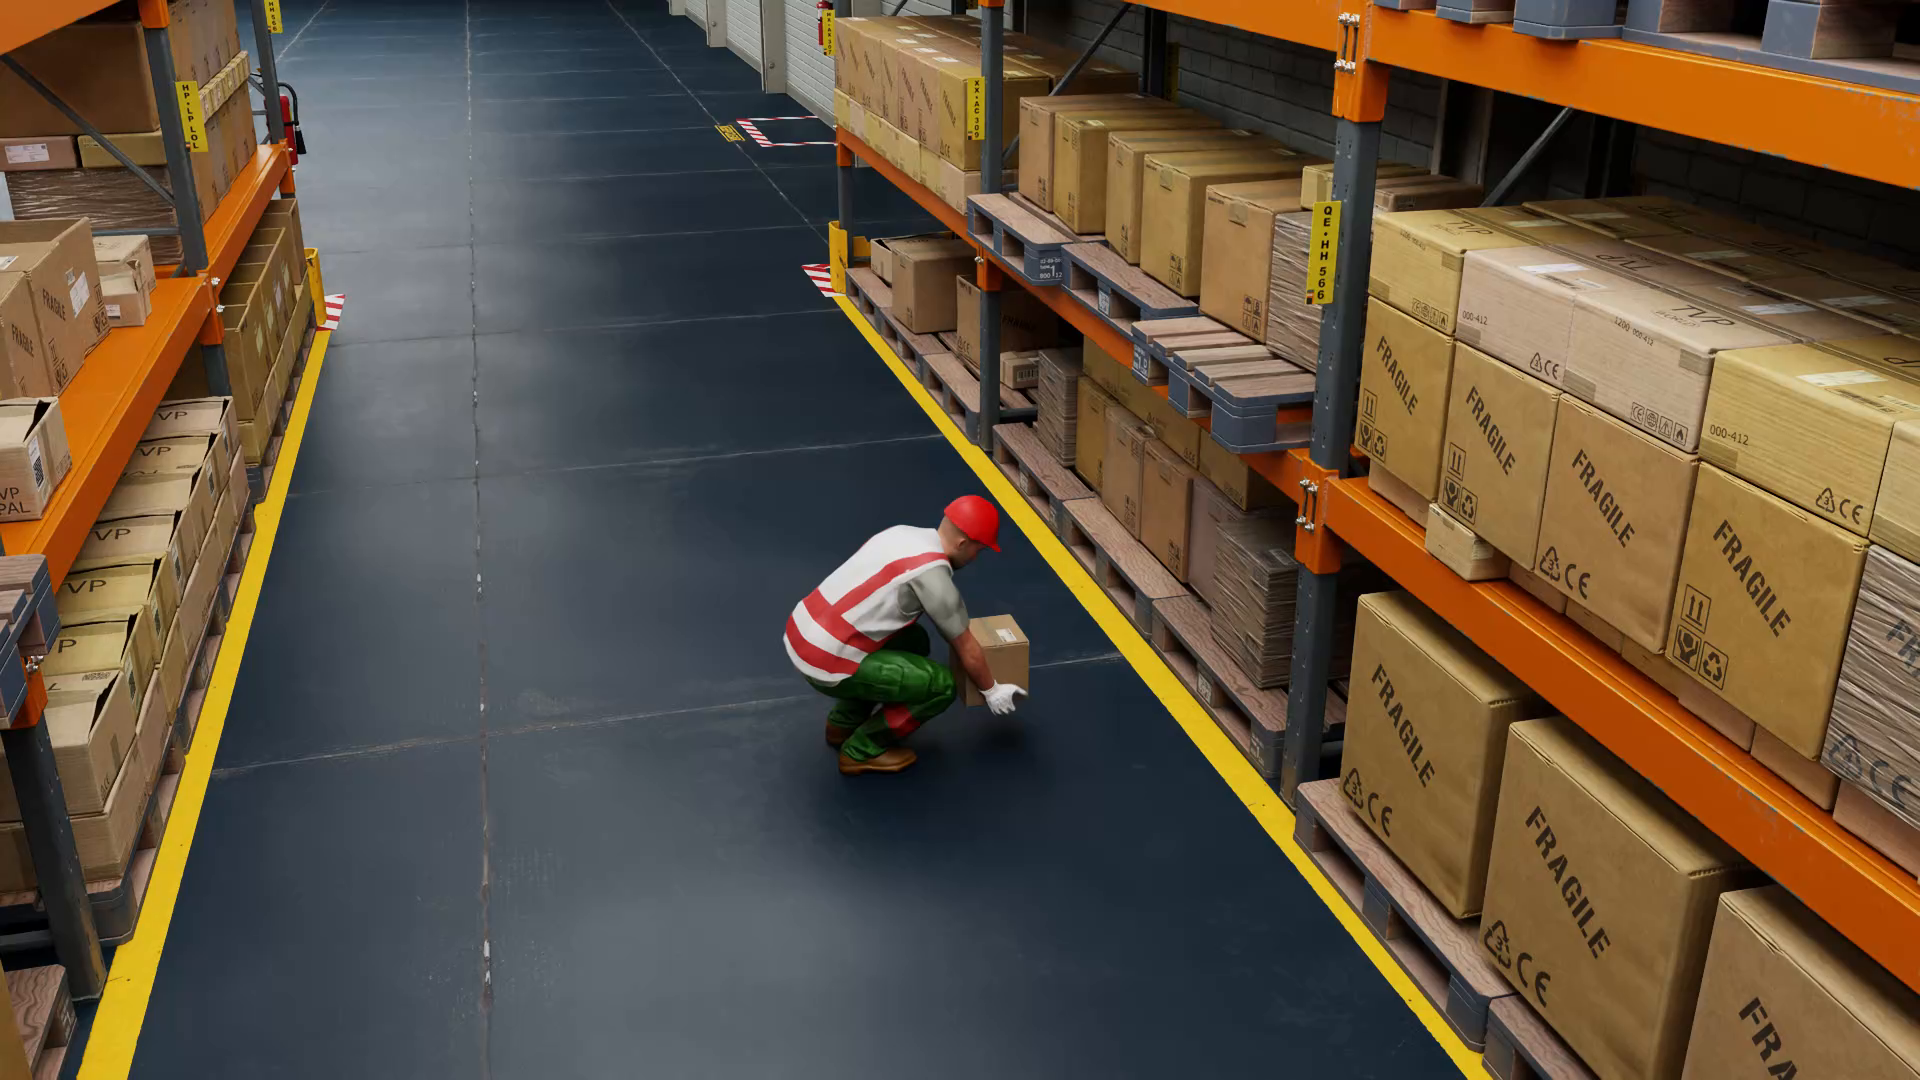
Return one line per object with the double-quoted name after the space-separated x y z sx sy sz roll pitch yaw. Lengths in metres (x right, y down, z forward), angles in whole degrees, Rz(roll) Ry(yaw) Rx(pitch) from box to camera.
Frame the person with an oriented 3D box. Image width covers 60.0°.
-0.215 0.342 6.289 0.902 0.994 0.544 -7 24 -15 "person"
